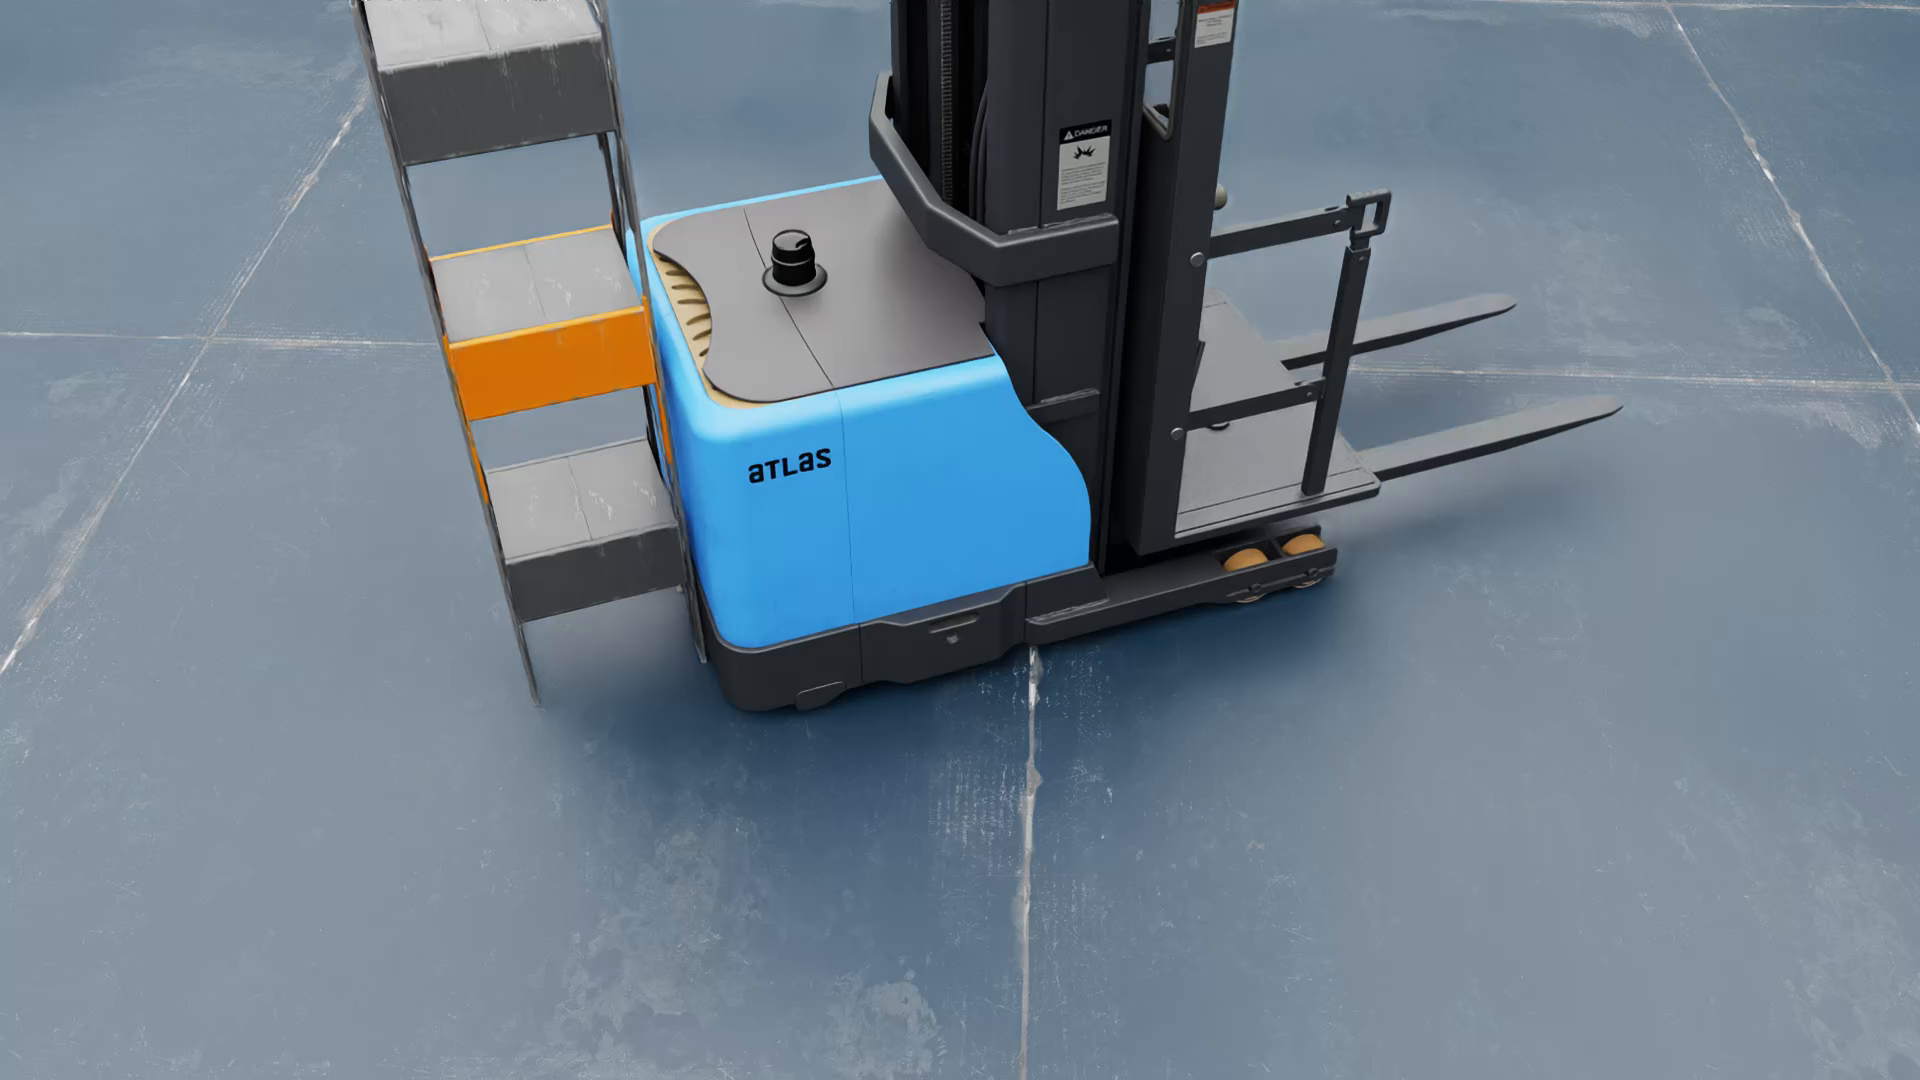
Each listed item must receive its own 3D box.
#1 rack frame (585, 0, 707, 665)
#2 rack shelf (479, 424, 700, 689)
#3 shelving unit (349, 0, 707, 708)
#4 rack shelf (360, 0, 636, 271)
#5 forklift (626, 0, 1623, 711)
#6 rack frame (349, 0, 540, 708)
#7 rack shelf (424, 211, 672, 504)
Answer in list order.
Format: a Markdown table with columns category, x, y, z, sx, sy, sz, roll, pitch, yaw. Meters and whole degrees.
| category | x | y | z | sx | sy | sz | roll | pitch | yaw |
| --- | --- | --- | --- | --- | --- | --- | --- | --- | --- |
| rack frame | -0.814 | -0.533 | 4.282 | 0.015 | 2.100 | 0.400 | -14 | 45 | -14 |
| rack shelf | -1.044 | 0.045 | 4.708 | 0.480 | 0.518 | 0.431 | -14 | 45 | -14 |
| shelving unit | -1.044 | -0.477 | 4.221 | 0.503 | 2.100 | 0.431 | -14 | 45 | -14 |
| rack shelf | -1.044 | -0.979 | 3.754 | 0.480 | 0.518 | 0.431 | -14 | 45 | -14 |
| forklift | 0.616 | -1.208 | 4.396 | 3.031 | 2.935 | 1.130 | -14 | 45 | -14 |
| rack frame | -1.273 | -0.420 | 4.161 | 0.015 | 2.100 | 0.400 | -14 | 45 | -14 |
| rack shelf | -1.044 | -0.467 | 4.231 | 0.480 | 0.518 | 0.431 | -14 | 45 | -14 |
